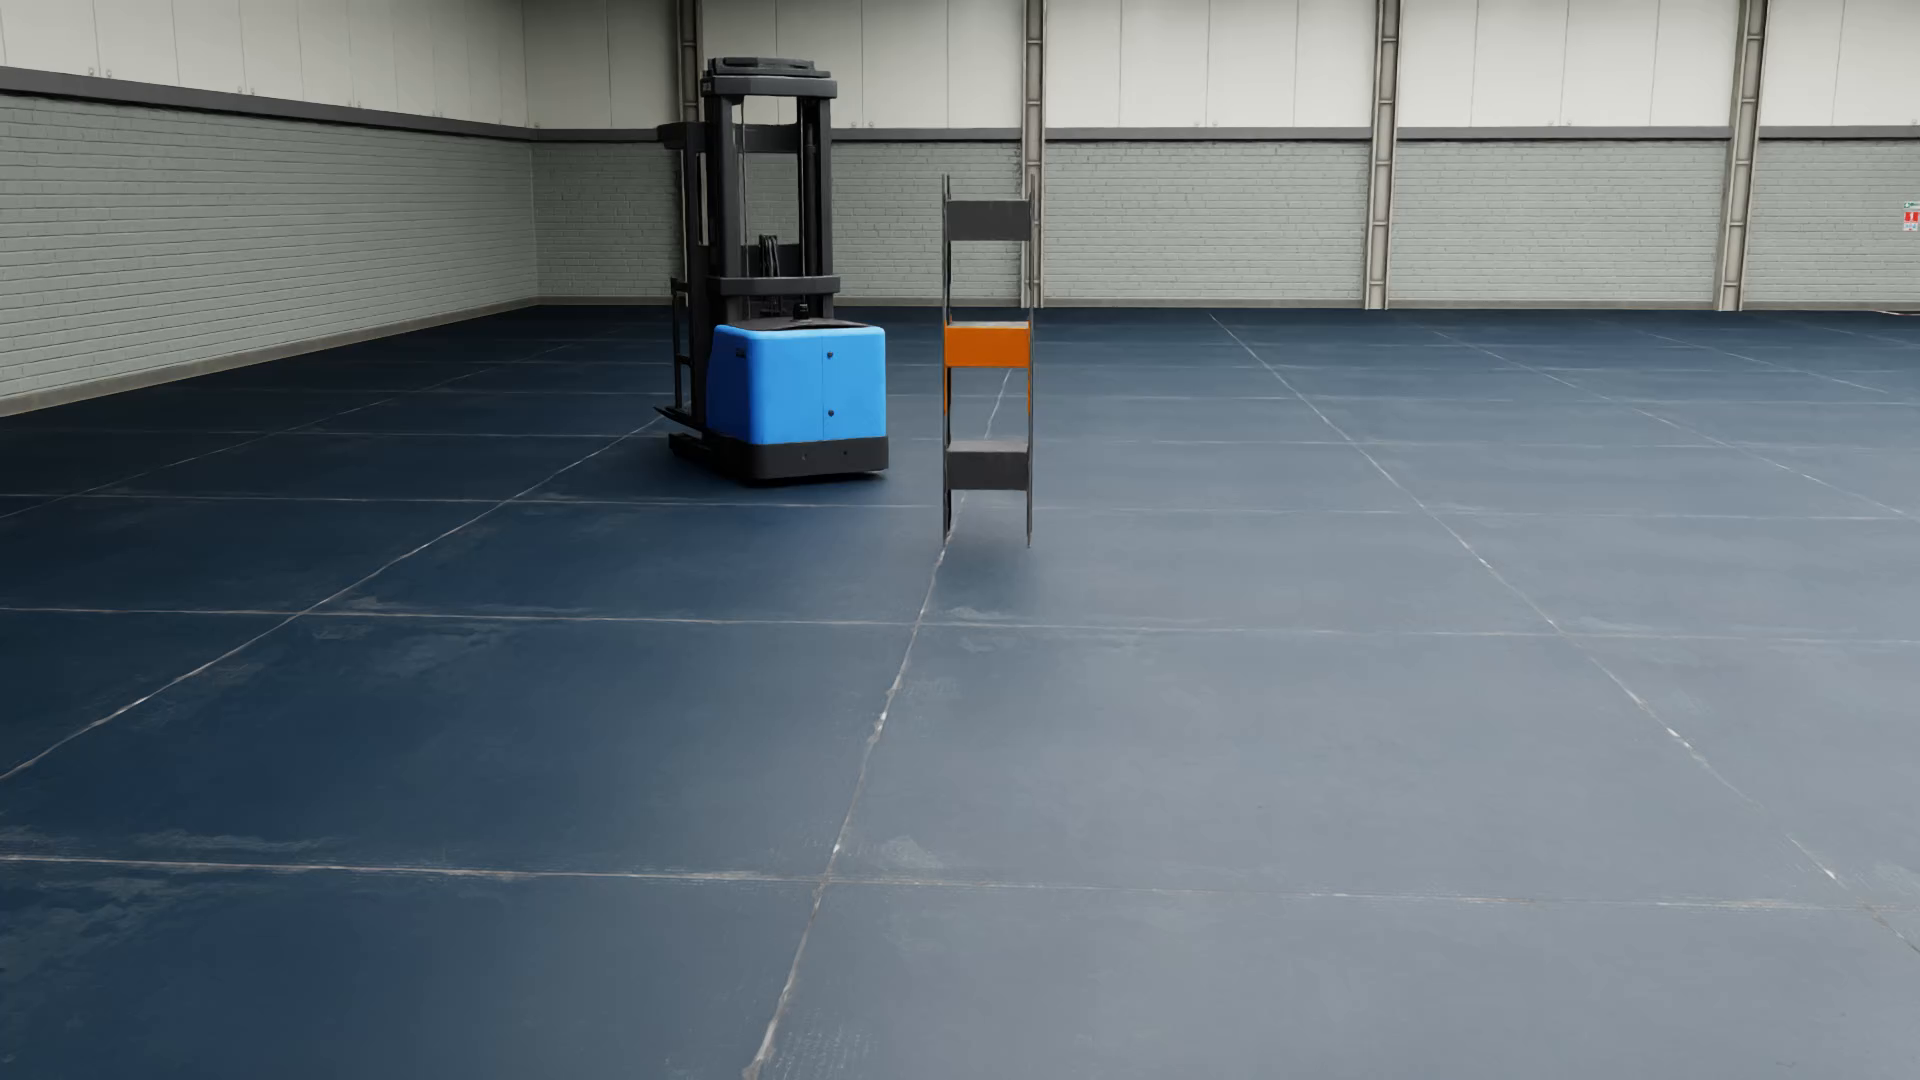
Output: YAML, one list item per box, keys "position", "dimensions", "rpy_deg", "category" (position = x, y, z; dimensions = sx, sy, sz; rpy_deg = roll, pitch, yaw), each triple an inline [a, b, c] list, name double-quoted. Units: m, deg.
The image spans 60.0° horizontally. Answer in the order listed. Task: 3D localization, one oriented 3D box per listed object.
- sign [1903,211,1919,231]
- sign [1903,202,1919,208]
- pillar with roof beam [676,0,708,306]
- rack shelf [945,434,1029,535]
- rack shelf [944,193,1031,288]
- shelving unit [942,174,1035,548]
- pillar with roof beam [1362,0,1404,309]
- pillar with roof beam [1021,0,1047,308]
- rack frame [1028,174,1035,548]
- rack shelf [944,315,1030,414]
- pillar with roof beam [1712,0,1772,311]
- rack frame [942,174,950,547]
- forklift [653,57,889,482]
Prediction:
- position: [16.234, -5.443, 28.377]
  dimensions: [0.234, 0.329, 0.001]
  rpy_deg: [1, 12, 4]
  category: "sign"
- position: [16.238, -5.701, 28.314]
  dimensions: [0.331, 0.109, 0.001]
  rpy_deg: [1, 12, 4]
  category: "sign"
- position: [-4.992, -7.741, 24.796]
  dimensions: [0.400, 9.000, 9.100]
  rpy_deg: [1, 12, 4]
  category: "pillar with roof beam"
- position: [0.165, -0.327, 9.688]
  dimensions: [0.480, 0.518, 0.431]
  rpy_deg: [1, 12, 4]
  category: "rack shelf"
- position: [0.165, -1.697, 9.402]
  dimensions: [0.480, 0.518, 0.431]
  rpy_deg: [1, 12, 4]
  category: "rack shelf"
- position: [0.165, -1.025, 9.542]
  dimensions: [0.503, 2.100, 0.431]
  rpy_deg: [1, 12, 4]
  category: "shelving unit"
- position: [6.981, -7.577, 24.011]
  dimensions: [0.400, 9.000, 9.100]
  rpy_deg: [1, 12, 4]
  category: "pillar with roof beam"
- position: [0.994, -7.659, 24.404]
  dimensions: [0.400, 9.000, 9.100]
  rpy_deg: [1, 12, 4]
  category: "pillar with roof beam"
- position: [0.409, -1.022, 9.526]
  dimensions: [0.015, 2.100, 0.400]
  rpy_deg: [1, 12, 4]
  category: "rack frame"
- position: [0.165, -1.012, 9.545]
  dimensions: [0.480, 0.518, 0.431]
  rpy_deg: [1, 12, 4]
  category: "rack shelf"
- position: [12.967, -7.495, 23.619]
  dimensions: [0.400, 9.000, 9.100]
  rpy_deg: [1, 12, 4]
  category: "pillar with roof beam"
- position: [-0.078, -1.029, 9.558]
  dimensions: [0.015, 2.100, 0.400]
  rpy_deg: [1, 12, 4]
  category: "rack frame"
- position: [-1.618, -2.100, 12.649]
  dimensions: [1.130, 2.935, 3.031]
  rpy_deg: [-6, 13, -26]
  category: "forklift"
